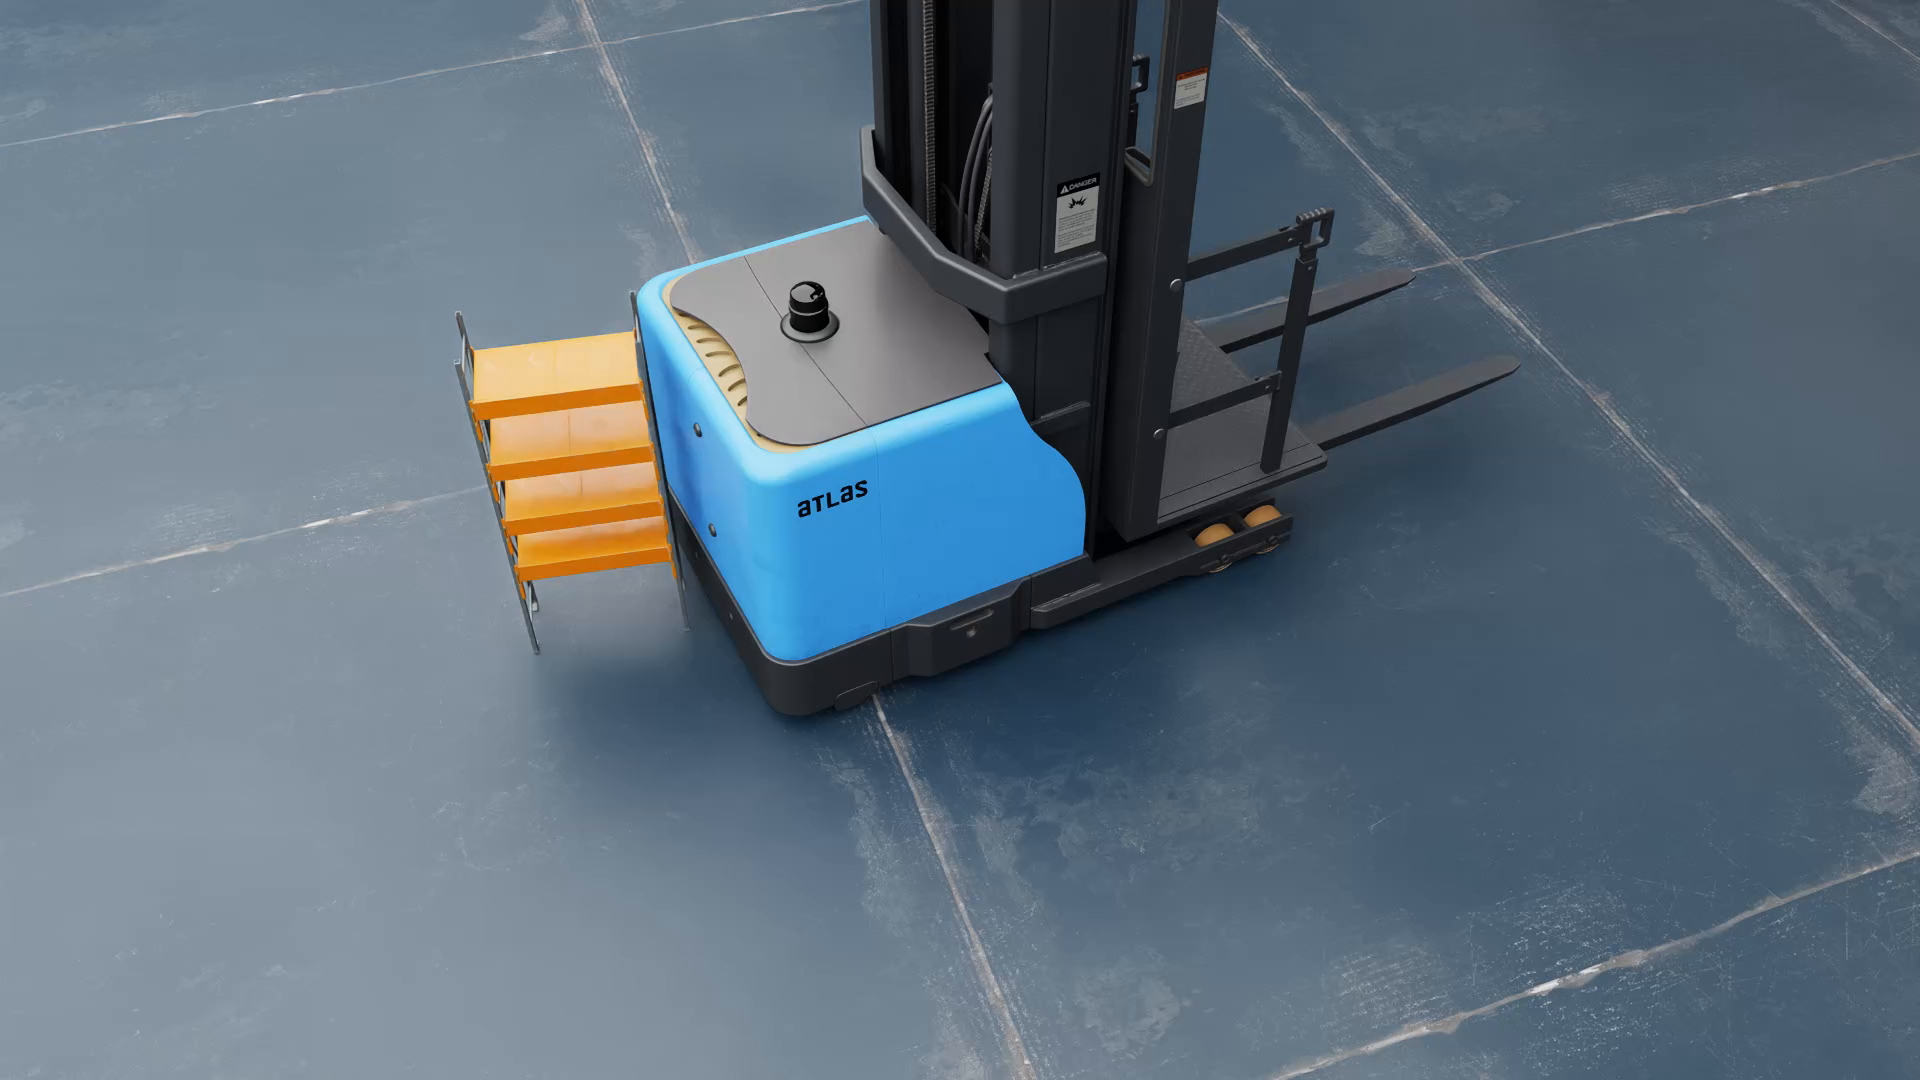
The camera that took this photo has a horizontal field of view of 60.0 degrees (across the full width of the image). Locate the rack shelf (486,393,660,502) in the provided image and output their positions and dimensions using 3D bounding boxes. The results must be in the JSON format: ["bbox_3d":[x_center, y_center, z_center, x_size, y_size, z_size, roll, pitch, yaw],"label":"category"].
[{"bbox_3d":[-1.156,-0.284,4.965,0.480,0.148,0.258,-8,46,-8],"label":"rack shelf"}]

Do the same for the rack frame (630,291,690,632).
[{"bbox_3d":[-0.916,-0.207,5.109,0.015,1.200,0.240,-8,46,-8],"label":"rack frame"}]

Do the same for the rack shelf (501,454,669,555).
[{"bbox_3d":[-1.156,-0.126,5.123,0.480,0.148,0.258,-8,46,-8],"label":"rack shelf"}]

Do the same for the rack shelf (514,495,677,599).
[{"bbox_3d":[-1.156,0.014,5.264,0.480,0.148,0.258,-8,46,-8],"label":"rack shelf"}]

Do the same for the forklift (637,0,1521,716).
[{"bbox_3d":[0.558,-1.239,4.915,3.031,2.935,1.130,-20,48,-19],"label":"forklift"}]

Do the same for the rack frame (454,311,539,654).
[{"bbox_3d":[-1.395,-0.140,5.042,0.015,1.200,0.240,-8,46,-8],"label":"rack frame"}]

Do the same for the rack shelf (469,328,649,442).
[{"bbox_3d":[-1.156,-0.451,4.798,0.480,0.148,0.258,-8,46,-8],"label":"rack shelf"}]

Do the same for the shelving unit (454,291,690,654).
[{"bbox_3d":[-1.156,-0.174,5.076,0.503,1.200,0.258,-8,46,-8],"label":"shelving unit"}]
